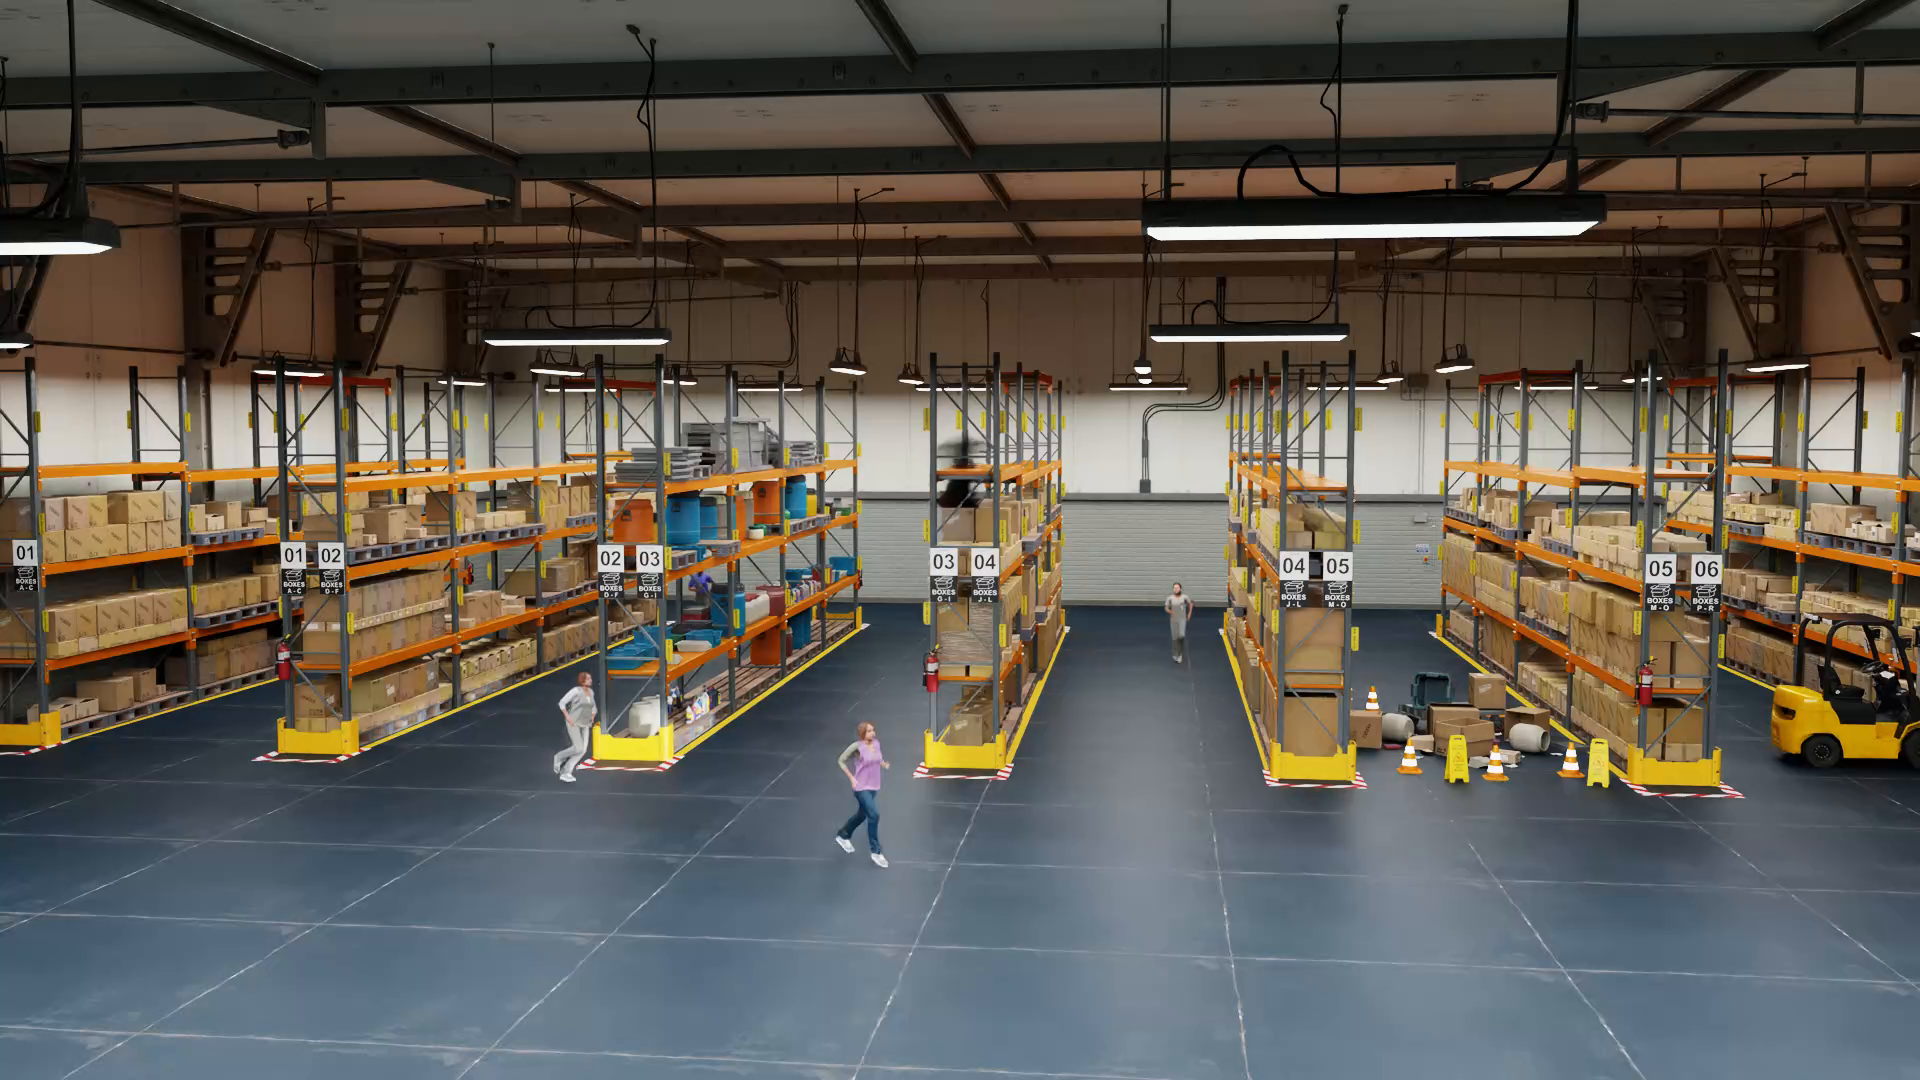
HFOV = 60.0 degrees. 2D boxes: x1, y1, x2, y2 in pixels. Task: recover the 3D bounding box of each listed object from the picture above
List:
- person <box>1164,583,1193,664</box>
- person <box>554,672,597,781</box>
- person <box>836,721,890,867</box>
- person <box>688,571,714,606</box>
[{"bbox_3d":[4.555,1.728,34.729,0.569,1.684,0.692,1,4,12],"label":"person"},{"bbox_3d":[-5.350,2.600,23.322,0.522,1.503,0.584,3,5,37],"label":"person"},{"bbox_3d":[-1.090,2.860,18.990,0.792,1.629,0.519,3,5,37],"label":"person"},{"bbox_3d":[-6.178,1.395,39.710,0.614,1.606,0.882,0,4,-4],"label":"person"}]
